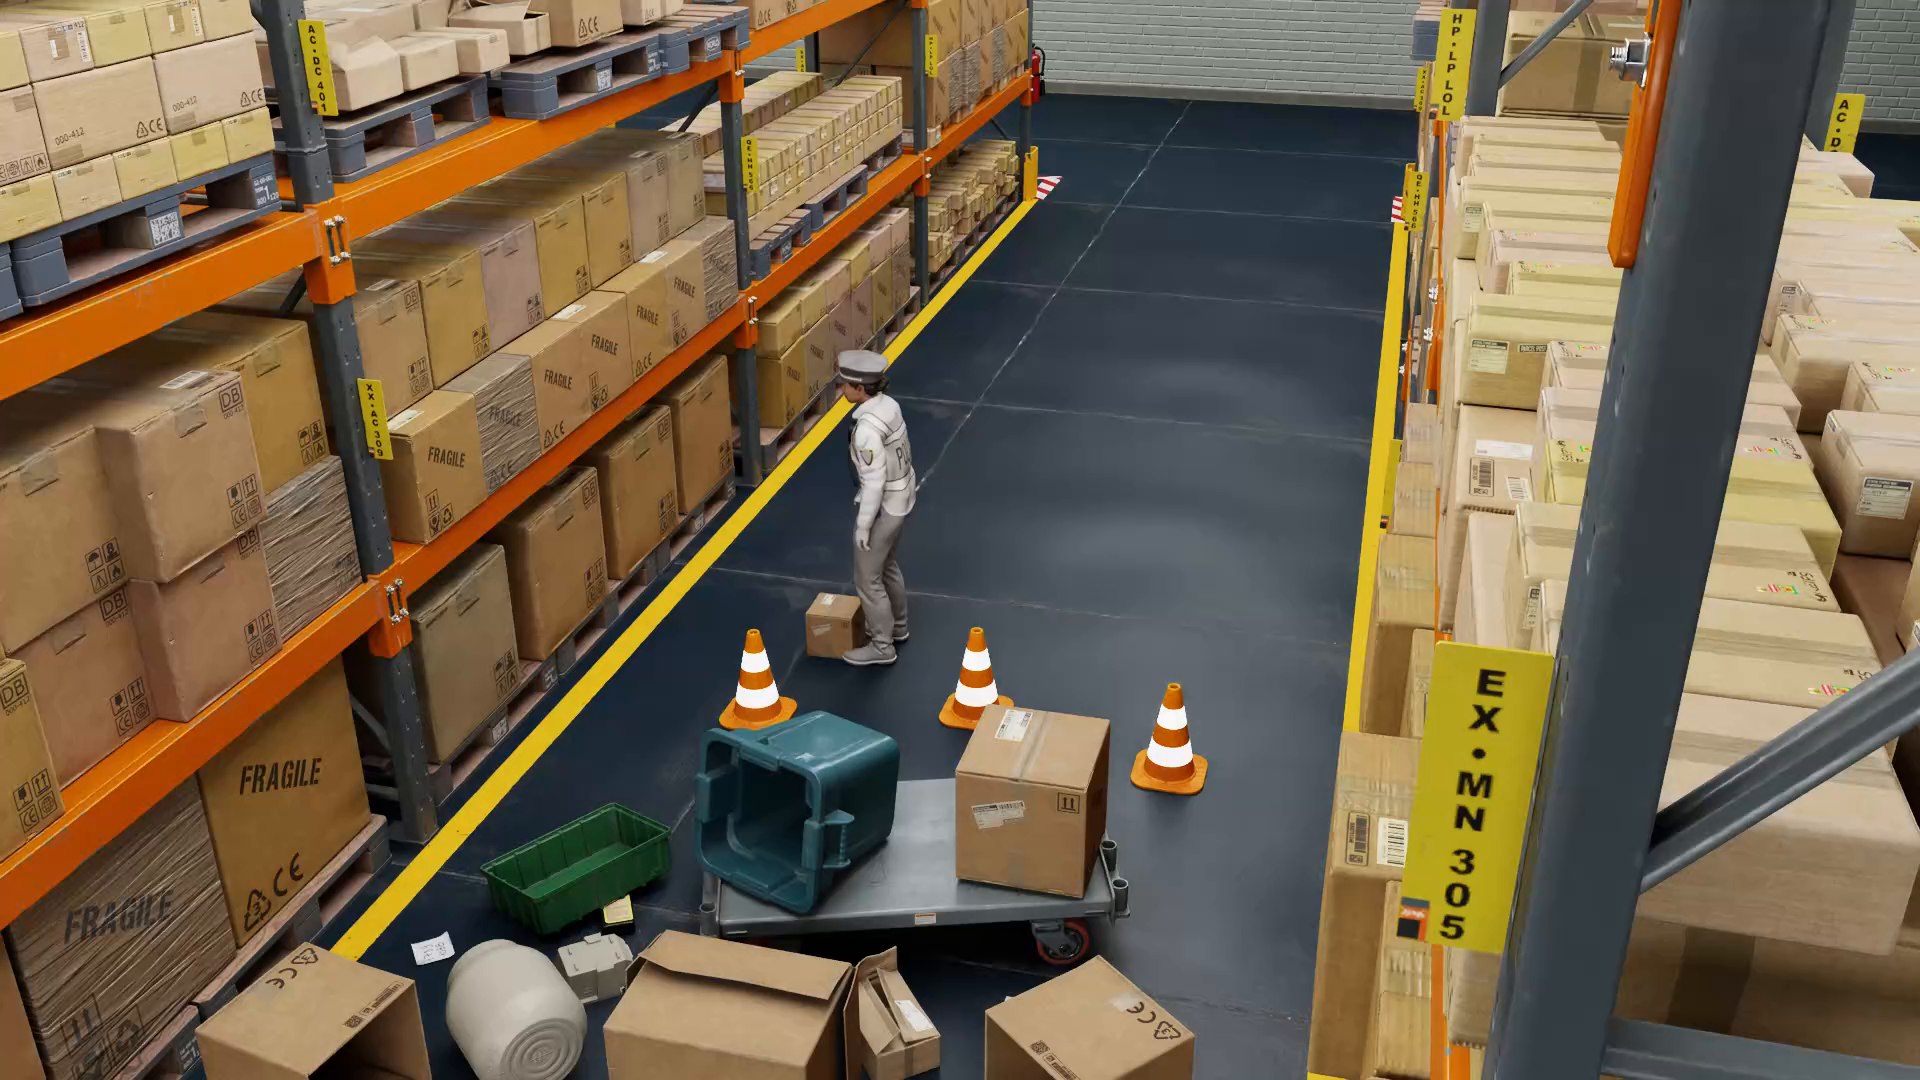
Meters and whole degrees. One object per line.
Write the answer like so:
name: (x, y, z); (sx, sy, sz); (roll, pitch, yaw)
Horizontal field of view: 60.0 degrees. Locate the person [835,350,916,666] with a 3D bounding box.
person: (-0.420, -0.155, 8.434); (0.374, 1.661, 0.539); (5, 26, 10)
